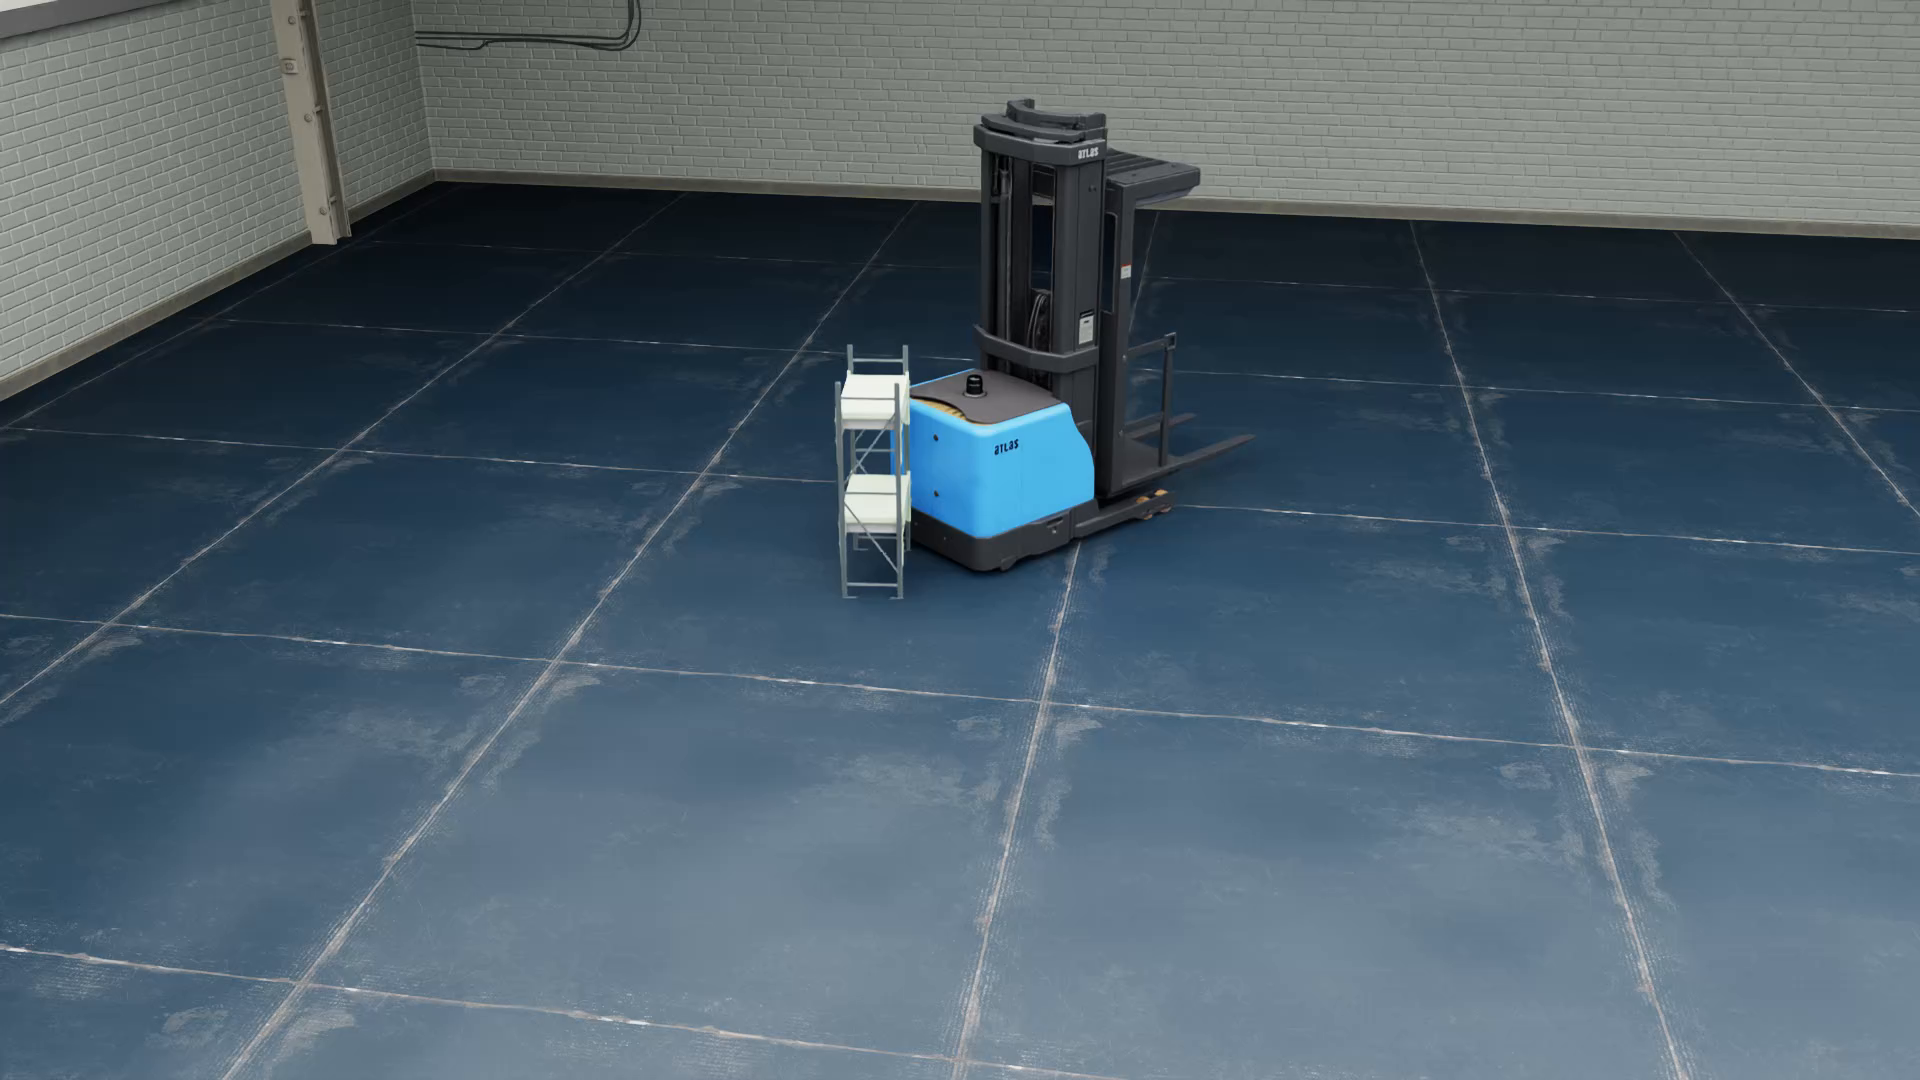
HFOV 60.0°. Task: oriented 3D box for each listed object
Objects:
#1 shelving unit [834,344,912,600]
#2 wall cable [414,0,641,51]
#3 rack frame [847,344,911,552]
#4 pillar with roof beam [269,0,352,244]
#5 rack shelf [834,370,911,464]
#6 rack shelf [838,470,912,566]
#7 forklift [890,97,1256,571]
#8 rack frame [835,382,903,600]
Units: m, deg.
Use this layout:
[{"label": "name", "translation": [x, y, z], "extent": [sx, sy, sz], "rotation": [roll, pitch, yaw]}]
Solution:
[{"label": "shelving unit", "translation": [-0.558, -0.448, 10.937], "extent": [0.431, 1.500, 0.755], "rotation": [1, 25, 2]}, {"label": "wall cable", "translation": [-5.455, -7.270, 20.329], "extent": [3.097, 2.526, 0.112], "rotation": [4, 25, 9]}, {"label": "rack frame", "translation": [-0.542, -0.603, 11.268], "extent": [0.400, 1.500, 0.023], "rotation": [1, 25, 2]}, {"label": "pillar with roof beam", "translation": [-2.993, -7.238, 16.597], "extent": [9.100, 9.000, 0.400], "rotation": [4, 25, 9]}, {"label": "rack shelf", "translation": [-0.558, -0.801, 10.772], "extent": [0.431, 0.370, 0.720], "rotation": [1, 25, 2]}, {"label": "rack shelf", "translation": [-0.558, -0.152, 11.075], "extent": [0.431, 0.370, 0.720], "rotation": [1, 25, 2]}, {"label": "forklift", "translation": [0.944, -1.623, 11.761], "extent": [3.031, 2.935, 1.130], "rotation": [-20, 32, -36]}, {"label": "rack frame", "translation": [-0.573, -0.293, 10.606], "extent": [0.400, 1.500, 0.023], "rotation": [1, 25, 2]}]
